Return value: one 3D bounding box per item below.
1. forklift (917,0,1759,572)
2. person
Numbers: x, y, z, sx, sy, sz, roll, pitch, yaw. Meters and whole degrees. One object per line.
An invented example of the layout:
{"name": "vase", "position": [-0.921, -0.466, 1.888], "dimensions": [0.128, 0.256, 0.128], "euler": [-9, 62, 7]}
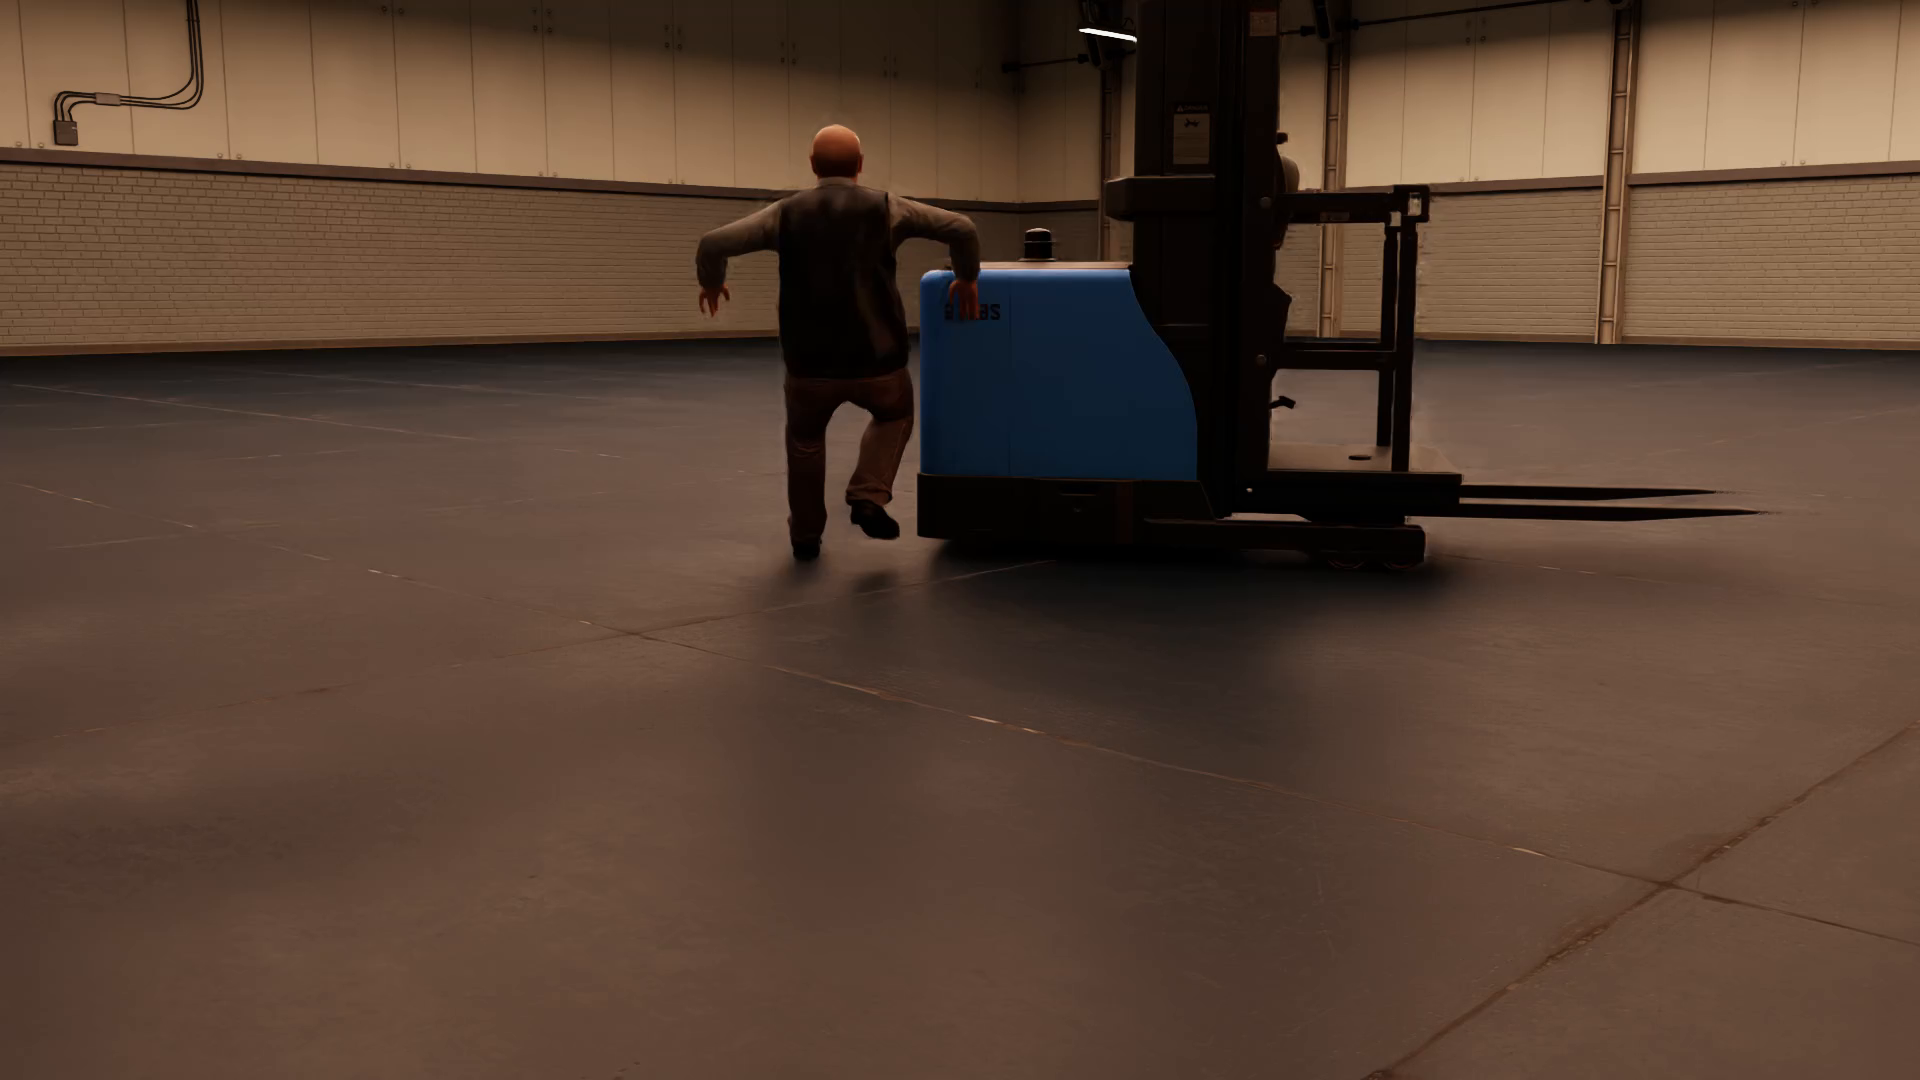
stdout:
{"name": "forklift", "position": [1.405, -1.420, 6.305], "dimensions": [3.031, 2.935, 1.130], "euler": [2, 9, 11]}
{"name": "person", "position": [-0.437, -0.691, 6.074], "dimensions": [1.041, 1.572, 0.836], "euler": [1, 9, 3]}
